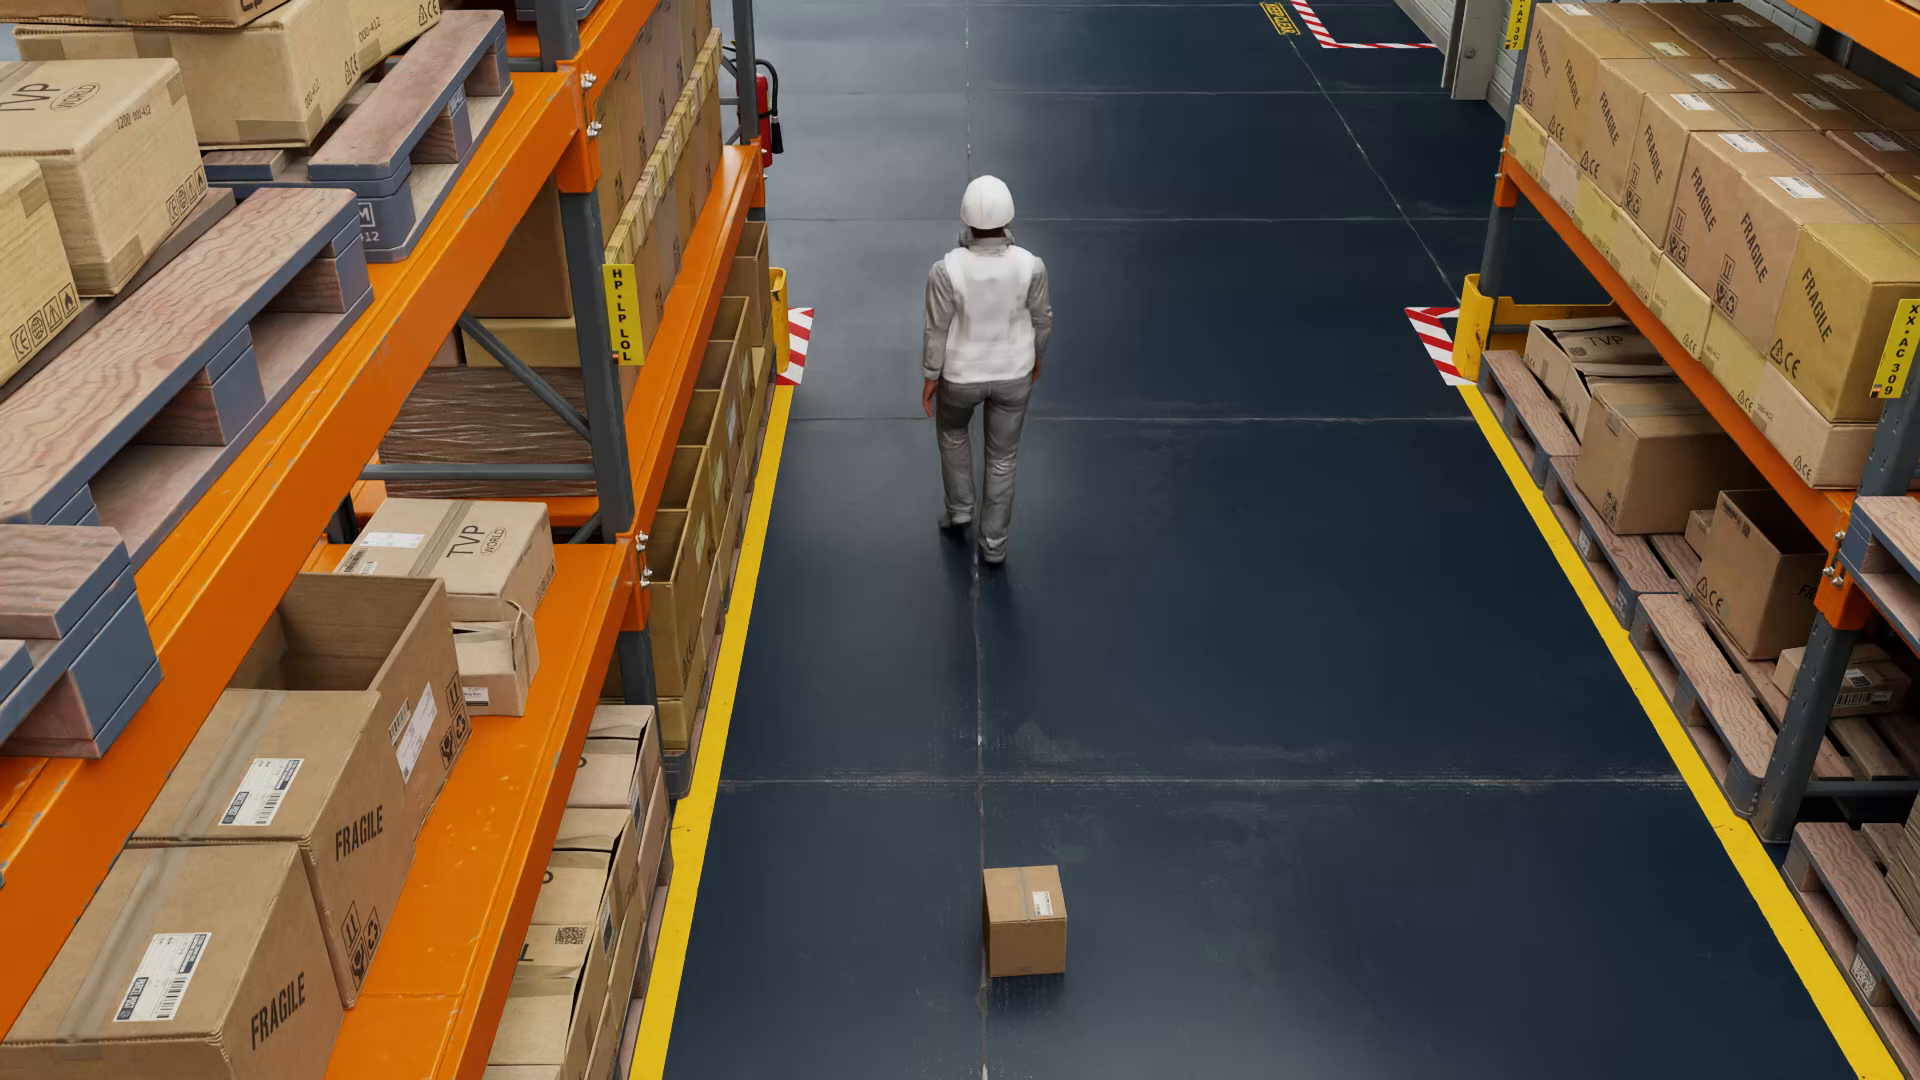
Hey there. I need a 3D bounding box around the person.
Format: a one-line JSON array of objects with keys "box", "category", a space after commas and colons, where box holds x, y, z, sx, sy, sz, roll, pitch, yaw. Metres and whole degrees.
[{"box": [0.107, -0.815, 7.450, 0.570, 1.782, 0.833, -2, 31, -3], "category": "person"}]
